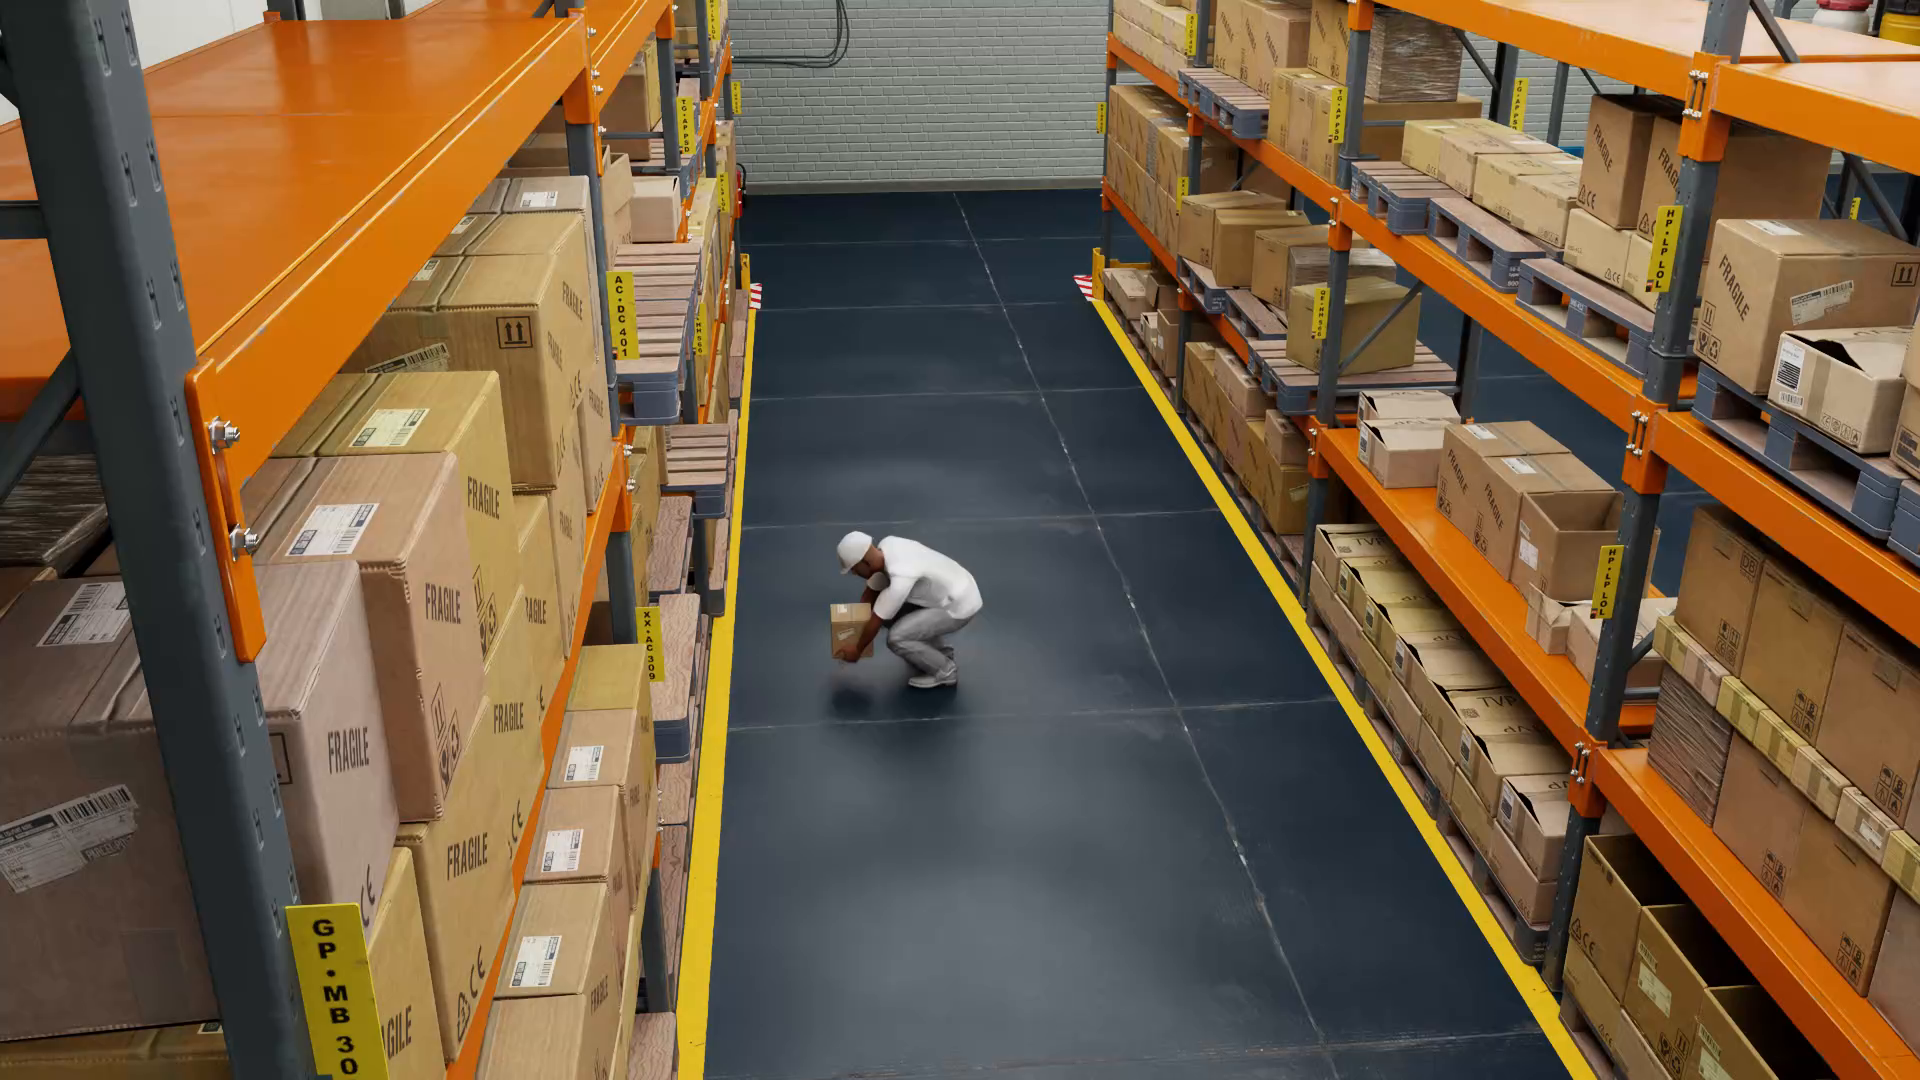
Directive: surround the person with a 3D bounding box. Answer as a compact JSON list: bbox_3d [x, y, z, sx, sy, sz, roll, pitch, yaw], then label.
[{"bbox_3d":[-0.321,0.395,10.124,0.913,1.008,0.540,-3,24,-6],"label":"person"}]
